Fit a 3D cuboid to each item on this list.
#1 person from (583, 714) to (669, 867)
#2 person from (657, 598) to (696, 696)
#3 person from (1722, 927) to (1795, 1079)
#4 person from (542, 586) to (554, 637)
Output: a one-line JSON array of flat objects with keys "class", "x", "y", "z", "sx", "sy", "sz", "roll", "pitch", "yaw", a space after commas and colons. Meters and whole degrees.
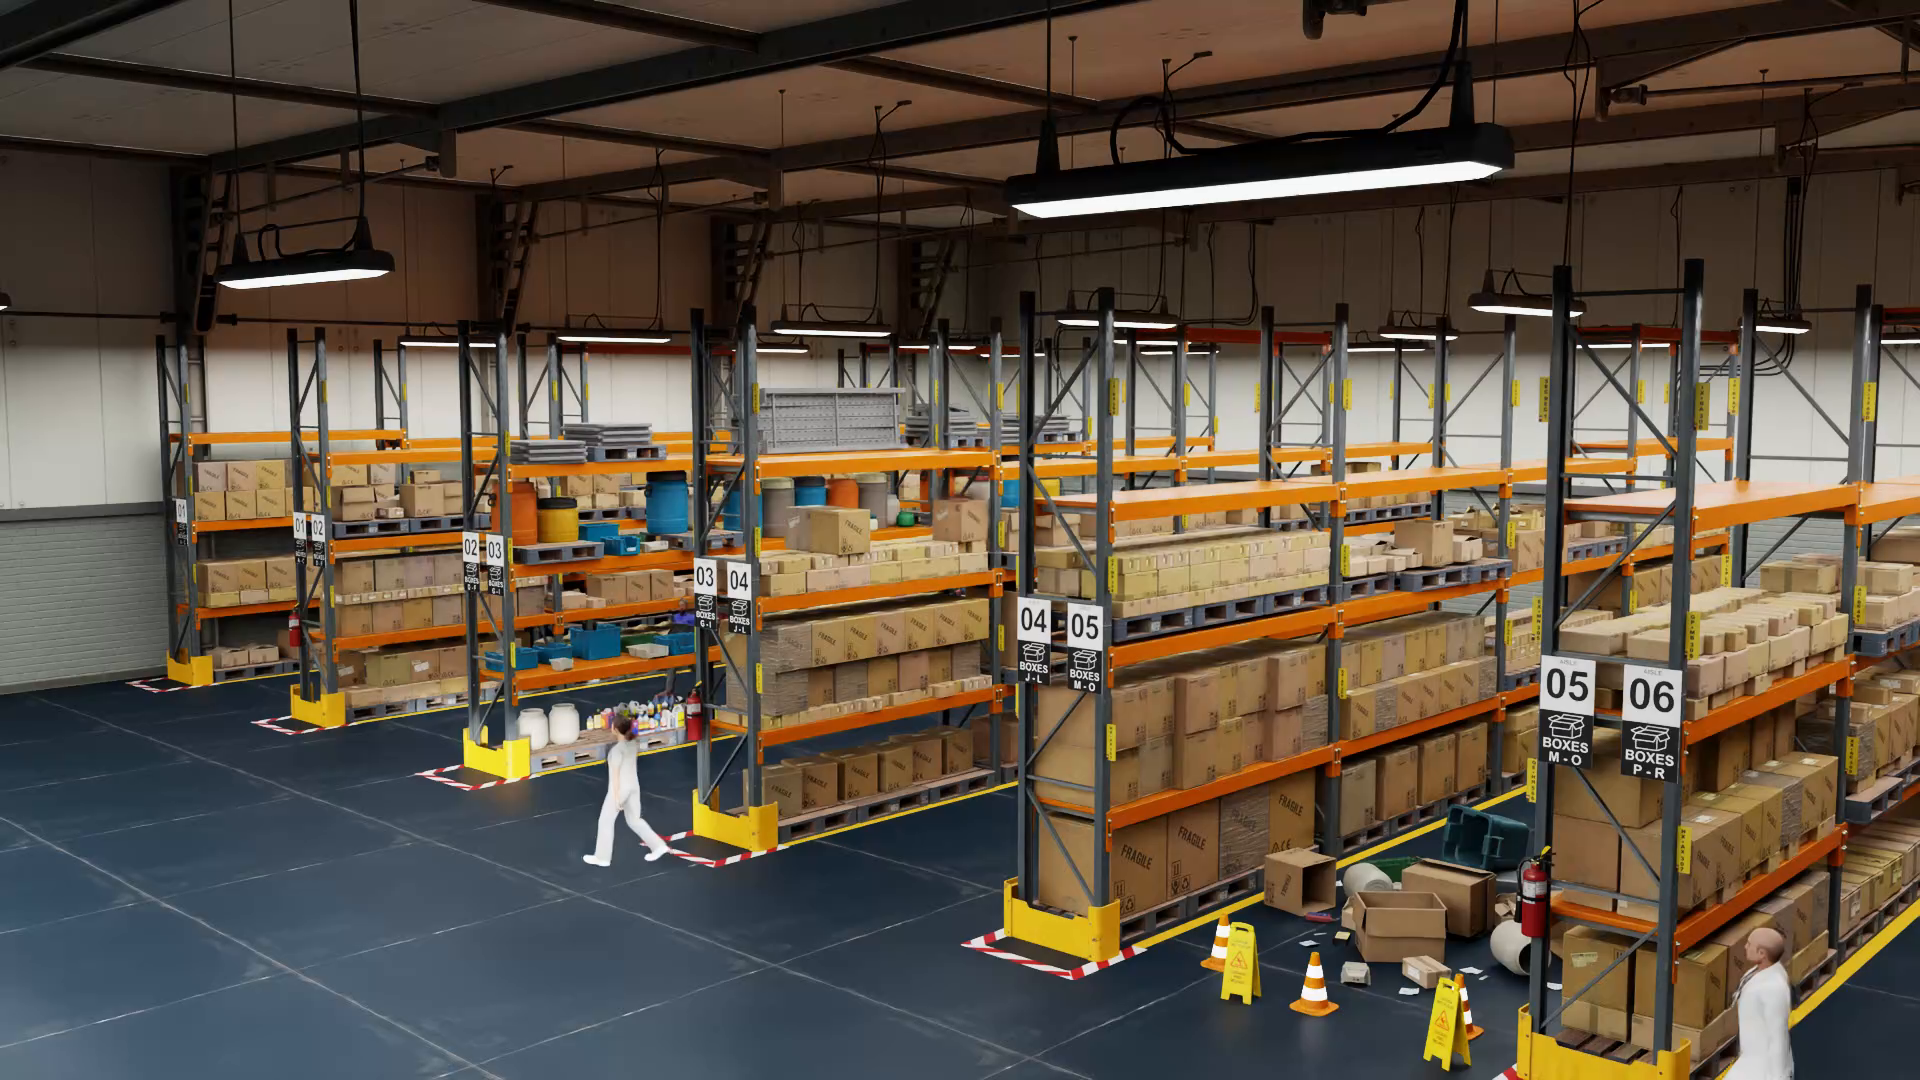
[{"class": "person", "x": -3.578, "y": 2.678, "z": 17.766, "sx": 0.906, "sy": 1.642, "sz": 0.454, "roll": 3, "pitch": 6, "yaw": 26}, {"class": "person", "x": -4.580, "y": 1.769, "z": 27.615, "sx": 0.575, "sy": 1.596, "sz": 1.045, "roll": 3, "pitch": 6, "yaw": 28}, {"class": "person", "x": 5.143, "y": 3.302, "z": 10.506, "sx": 1.042, "sy": 1.744, "sz": 0.619, "roll": 2, "pitch": 6, "yaw": 19}, {"class": "person", "x": -8.058, "y": 1.397, "z": 31.844, "sx": 0.533, "sy": 1.537, "sz": 0.985, "roll": 3, "pitch": 6, "yaw": 28}]
